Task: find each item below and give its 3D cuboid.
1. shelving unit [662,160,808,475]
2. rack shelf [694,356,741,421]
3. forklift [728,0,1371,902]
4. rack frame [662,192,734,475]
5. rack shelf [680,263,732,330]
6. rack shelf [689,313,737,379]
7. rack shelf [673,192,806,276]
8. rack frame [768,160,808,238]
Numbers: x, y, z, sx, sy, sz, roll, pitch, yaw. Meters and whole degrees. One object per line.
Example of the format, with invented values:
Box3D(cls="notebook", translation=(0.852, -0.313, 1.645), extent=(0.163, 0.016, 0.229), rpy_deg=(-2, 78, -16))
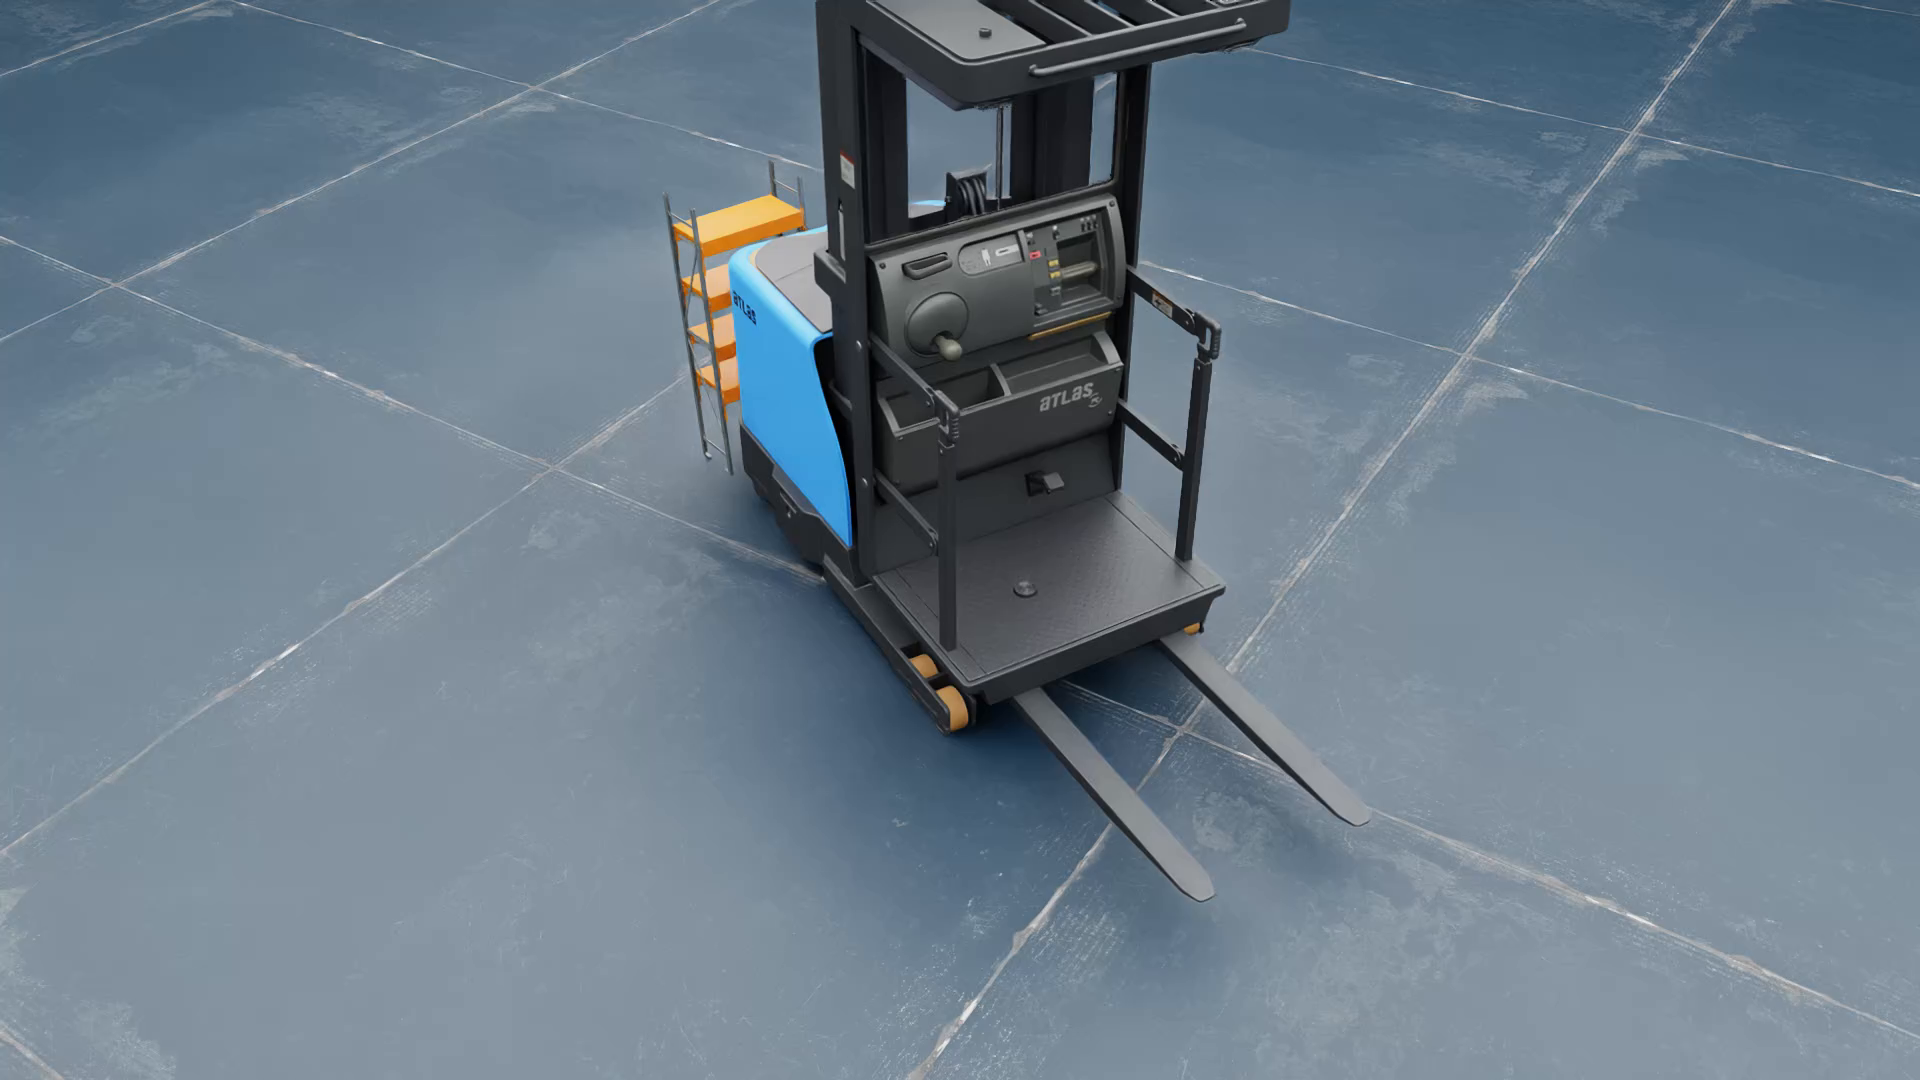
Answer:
Box3D(cls="shelving unit", translation=(-0.874, -0.915, 6.939), extent=(0.503, 1.200, 0.258), rpy_deg=(-25, 39, -28))
Box3D(cls="rack shelf", translation=(-0.861, -0.695, 7.087), extent=(0.480, 0.148, 0.258), rpy_deg=(-25, 39, -28))
Box3D(cls="forklift", translation=(0.254, -0.803, 5.391), extent=(1.130, 2.935, 3.031), rpy_deg=(-19, 42, -23))
Box3D(cls="rack frame", translation=(-1.069, -0.826, 6.822), extent=(0.015, 1.200, 0.240), rpy_deg=(-25, 39, -28))
Box3D(cls="rack shelf", translation=(-0.882, -1.045, 6.852), extent=(0.480, 0.148, 0.258), rpy_deg=(-25, 39, -28))
Box3D(cls="rack shelf", translation=(-0.871, -0.859, 6.976), extent=(0.480, 0.148, 0.258), rpy_deg=(-25, 39, -28))
Box3D(cls="rack shelf", translation=(-0.893, -1.241, 6.720), extent=(0.480, 0.148, 0.258), rpy_deg=(-25, 39, -28))
Box3D(cls="rack frame", translation=(-0.679, -1.005, 7.055), extent=(0.015, 1.200, 0.240), rpy_deg=(-25, 39, -28))
